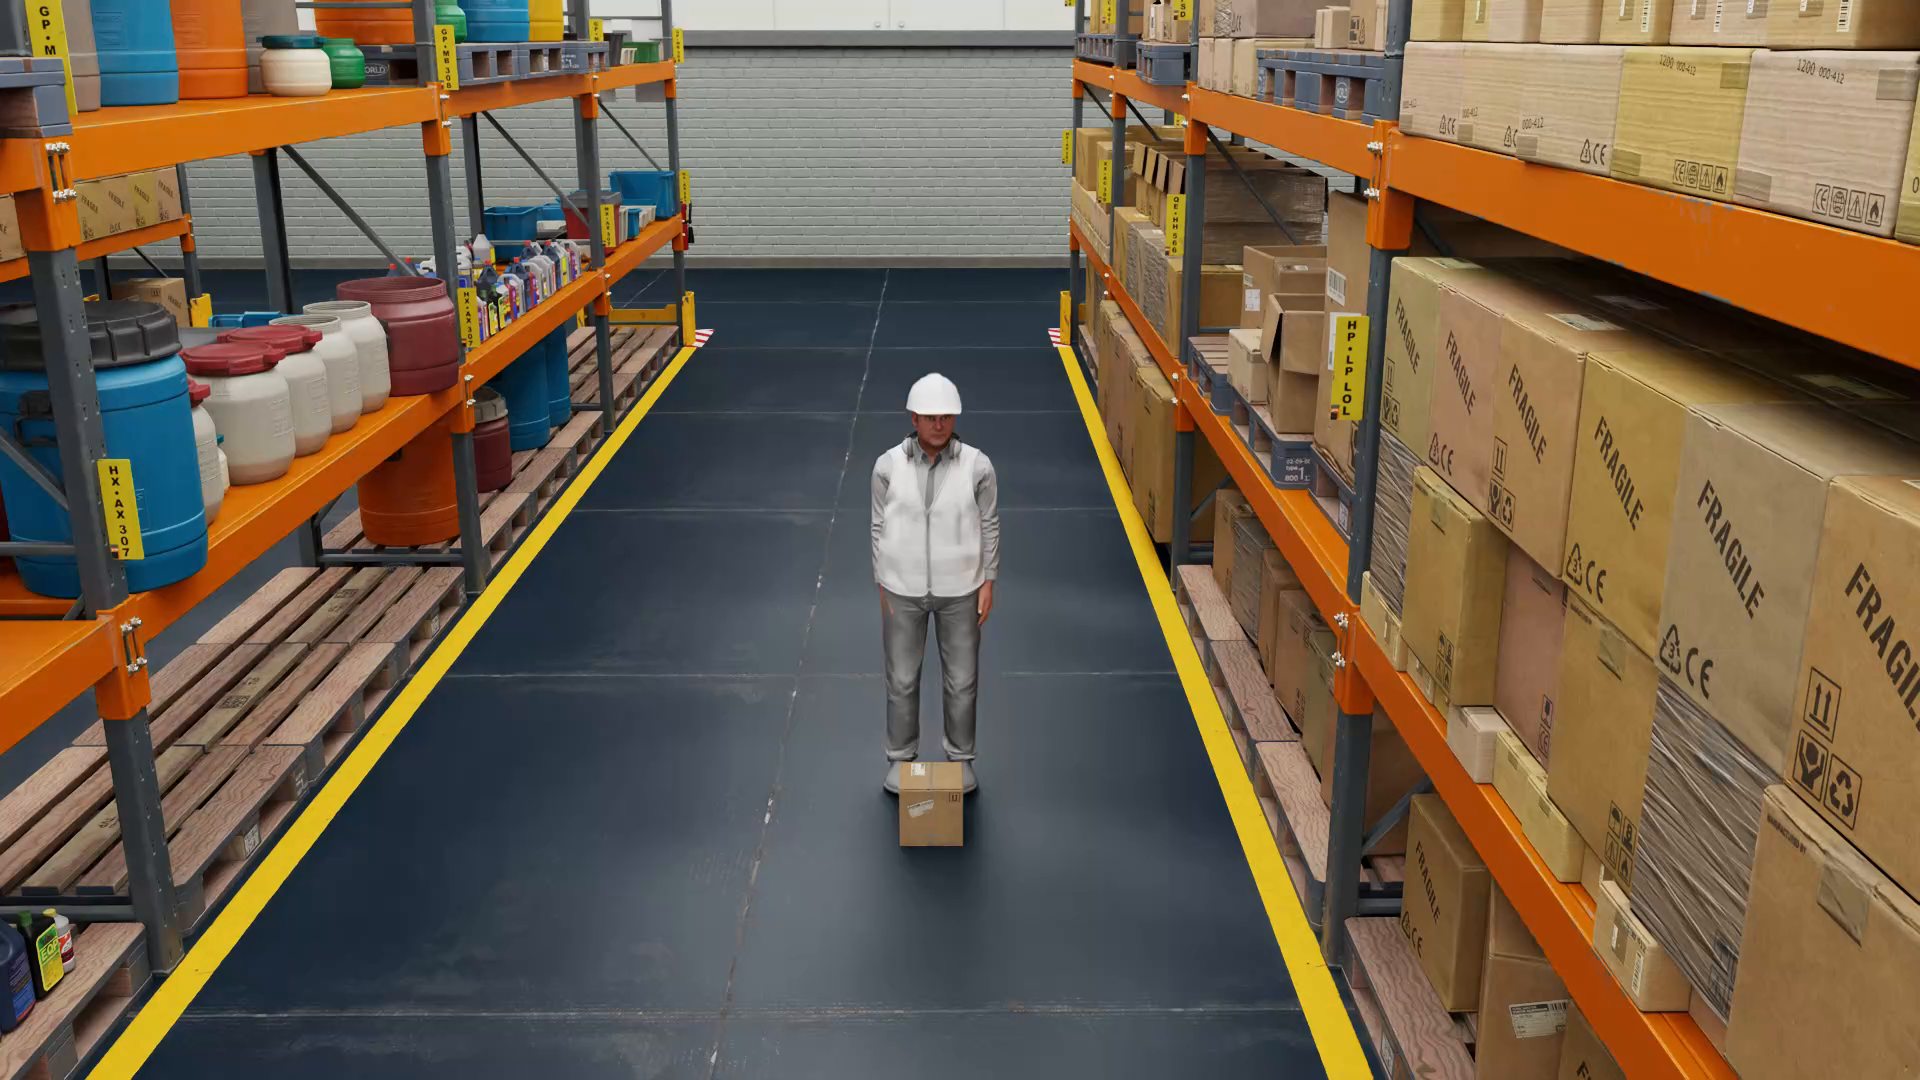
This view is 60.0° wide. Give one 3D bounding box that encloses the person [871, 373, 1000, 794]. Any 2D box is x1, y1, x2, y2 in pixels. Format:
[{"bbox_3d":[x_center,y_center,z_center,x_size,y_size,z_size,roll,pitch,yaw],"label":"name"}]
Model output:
[{"bbox_3d":[-0.102,0.189,6.889,0.532,1.768,0.360,0,17,1],"label":"person"}]
